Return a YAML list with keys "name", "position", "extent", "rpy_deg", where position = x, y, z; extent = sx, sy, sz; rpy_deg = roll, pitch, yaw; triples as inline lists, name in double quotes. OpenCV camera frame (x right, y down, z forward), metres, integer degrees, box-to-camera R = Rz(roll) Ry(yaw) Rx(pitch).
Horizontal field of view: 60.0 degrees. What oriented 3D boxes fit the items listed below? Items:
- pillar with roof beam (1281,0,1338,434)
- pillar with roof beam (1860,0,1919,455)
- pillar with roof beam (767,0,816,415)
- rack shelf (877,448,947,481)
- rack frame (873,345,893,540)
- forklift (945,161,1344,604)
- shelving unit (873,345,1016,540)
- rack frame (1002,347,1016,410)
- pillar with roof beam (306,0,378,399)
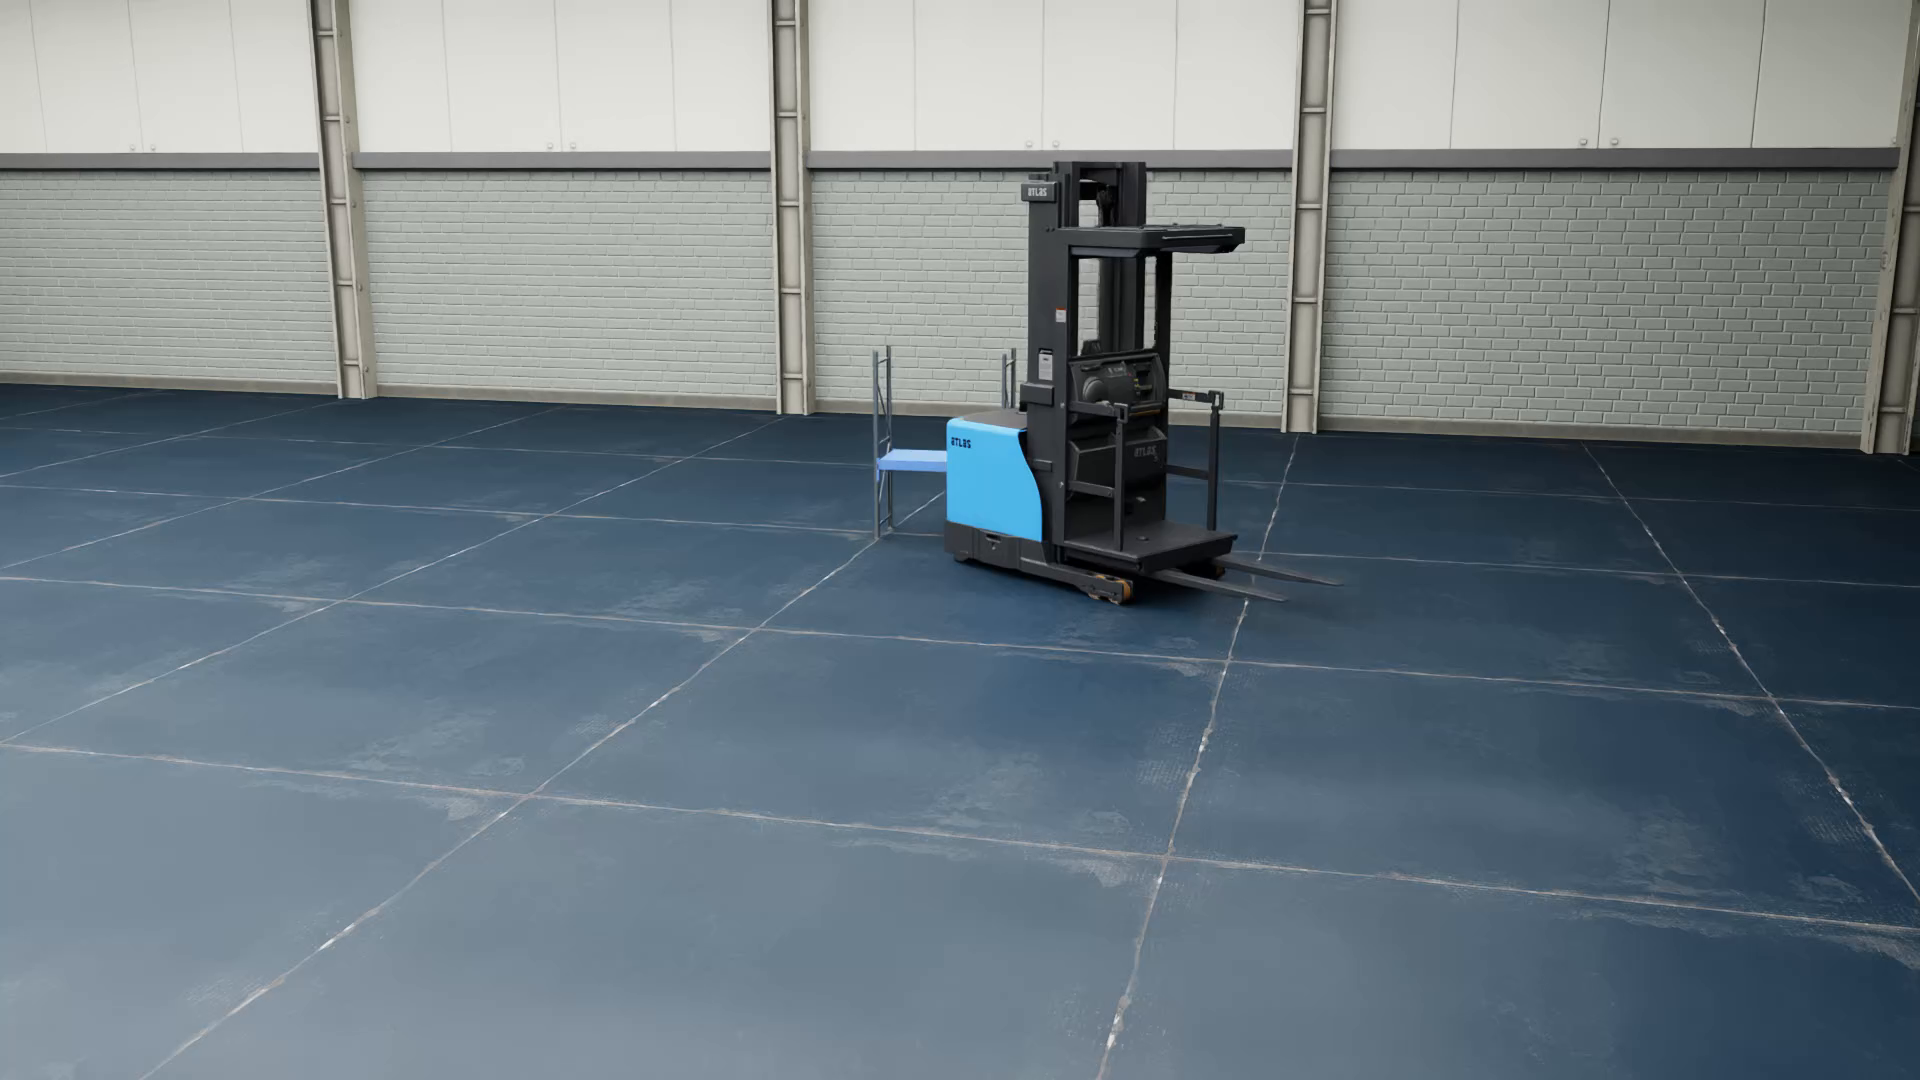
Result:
- name: "pillar with roof beam"
  position: [2.806, -4.721, 13.739]
  extent: [0.400, 9.000, 9.100]
  rpy_deg: [3, 13, 14]
- name: "pillar with roof beam"
  position: [8.631, -4.410, 12.335]
  extent: [0.400, 9.000, 9.100]
  rpy_deg: [3, 13, 14]
- name: "pillar with roof beam"
  position: [-3.019, -5.033, 15.142]
  extent: [0.400, 9.000, 9.100]
  rpy_deg: [3, 13, 14]
- name: "rack shelf"
  position: [-0.117, -0.590, 13.260]
  extent: [1.000, 0.185, 0.538]
  rpy_deg: [2, 13, 11]
- name: "rack frame"
  position: [-0.616, -0.786, 13.314]
  extent: [0.032, 1.500, 0.500]
  rpy_deg: [2, 13, 11]
- name: "forklift"
  position: [1.254, -1.120, 11.515]
  extent: [1.130, 2.935, 3.031]
  rpy_deg: [-11, 17, -41]
- name: "shelving unit"
  position: [-0.117, -0.765, 13.221]
  extent: [1.048, 1.500, 0.538]
  rpy_deg: [2, 13, 11]
- name: "rack frame"
  position: [0.382, -0.745, 13.127]
  extent: [0.032, 1.500, 0.500]
  rpy_deg: [2, 13, 11]
- name: "pillar with roof beam"
  position: [-8.844, -5.344, 16.545]
  extent: [0.400, 9.000, 9.100]
  rpy_deg: [3, 13, 14]
